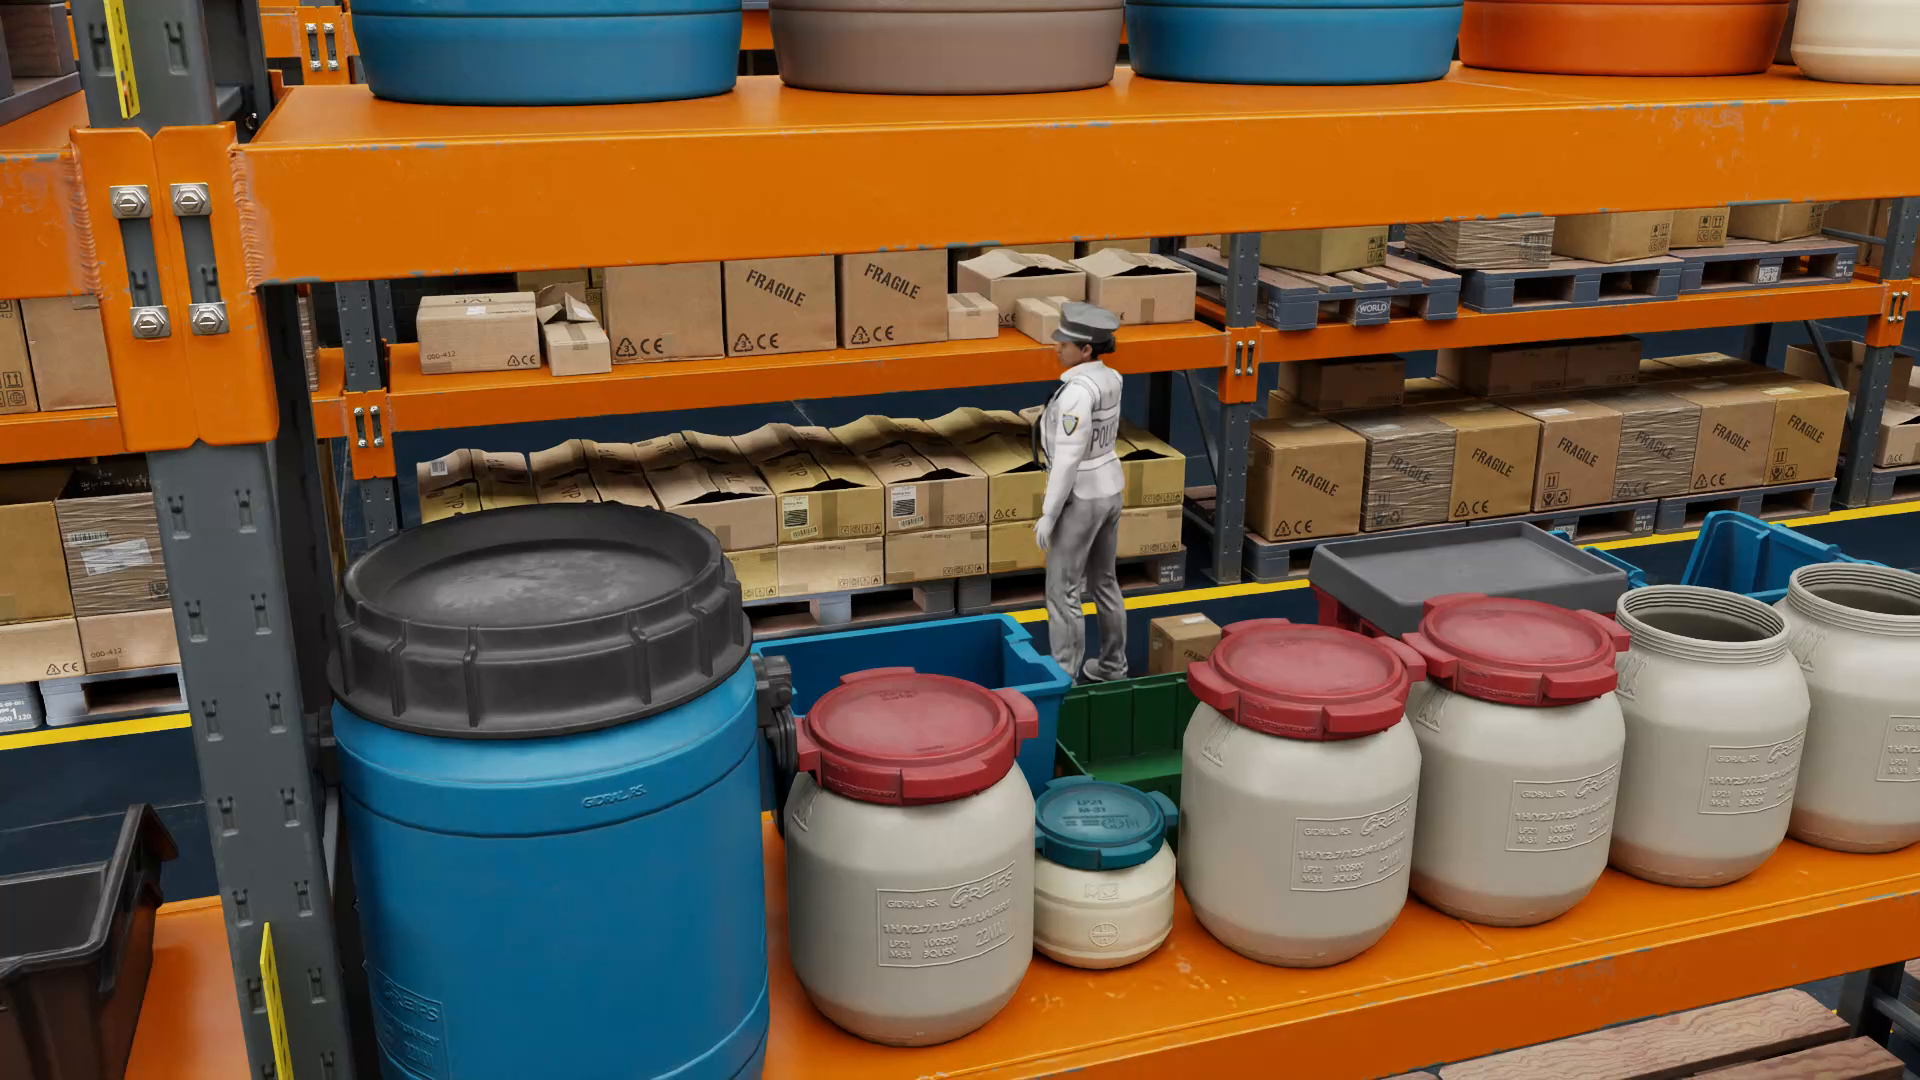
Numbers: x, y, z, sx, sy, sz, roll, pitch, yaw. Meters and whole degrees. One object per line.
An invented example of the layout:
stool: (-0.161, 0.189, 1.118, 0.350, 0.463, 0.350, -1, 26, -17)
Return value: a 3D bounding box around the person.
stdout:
person: (0.486, -0.145, 6.885, 0.405, 1.679, 0.528, 11, 22, 28)
